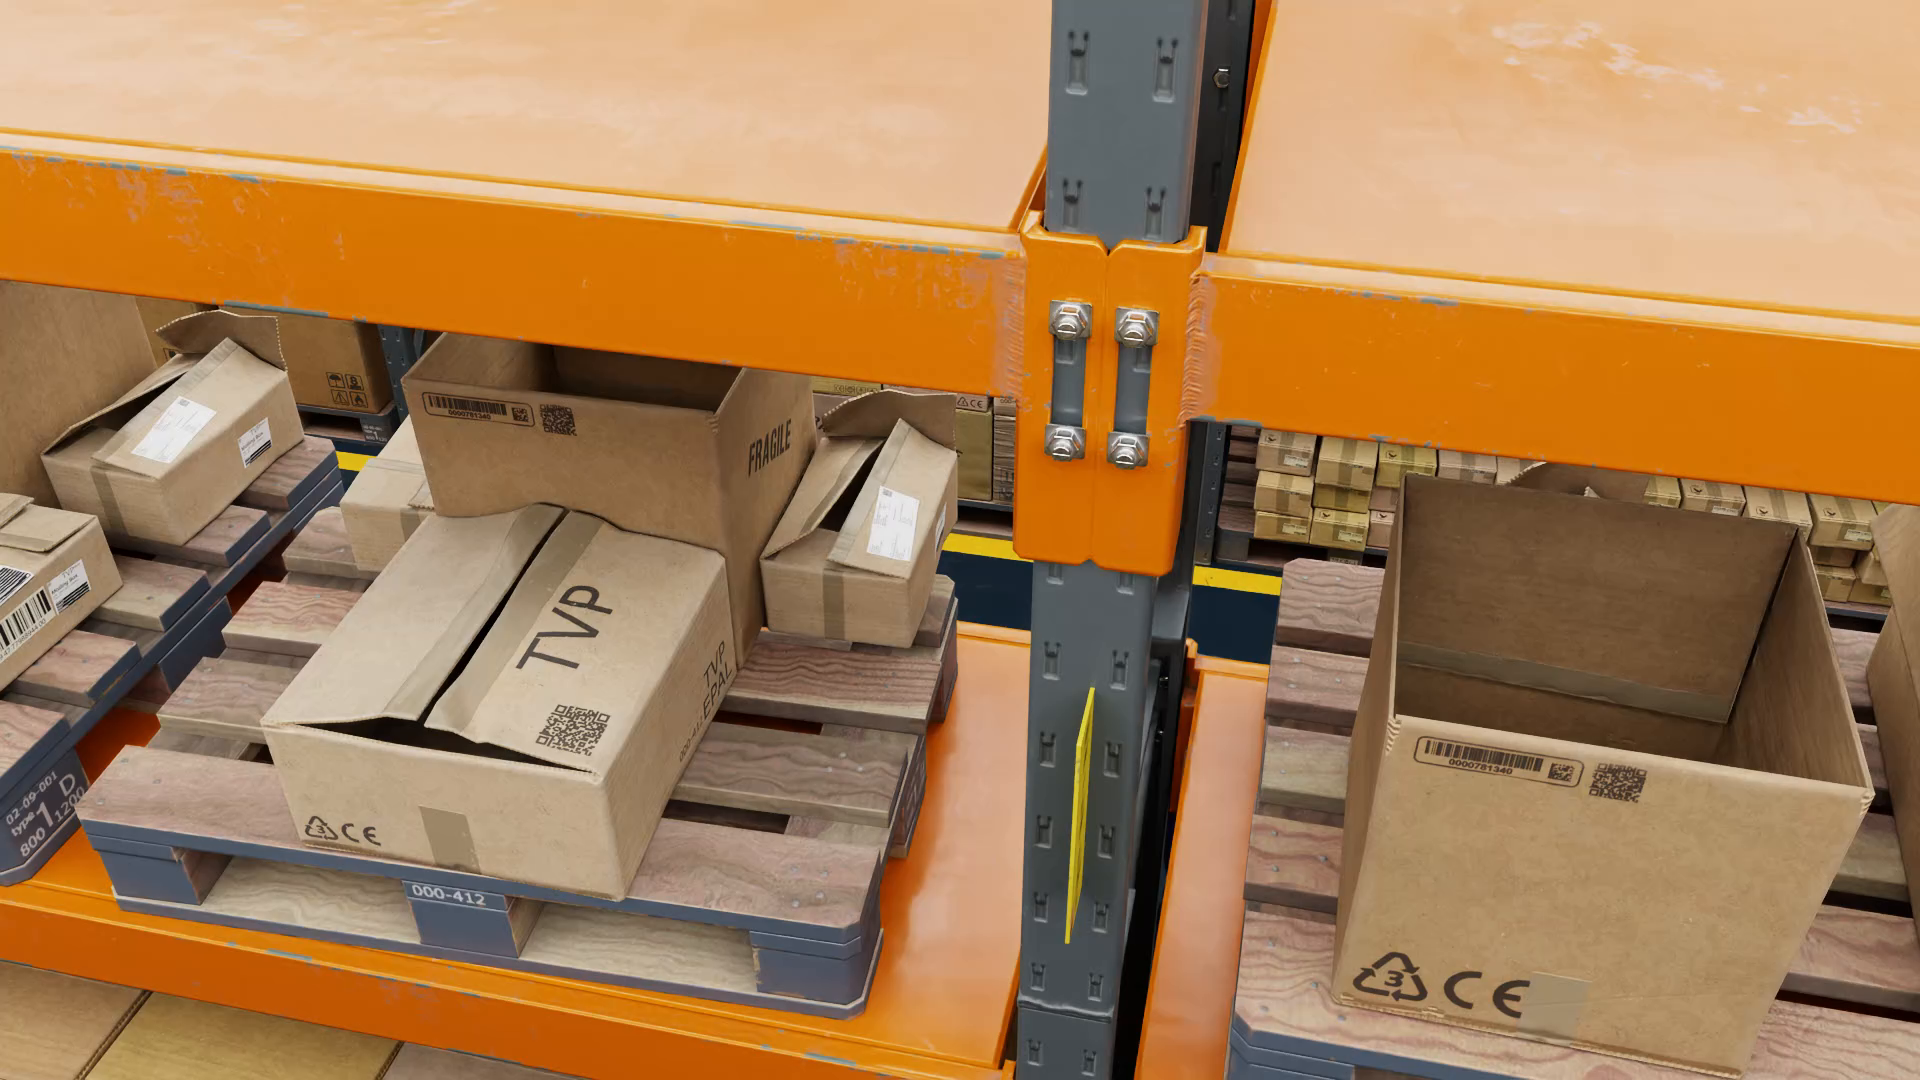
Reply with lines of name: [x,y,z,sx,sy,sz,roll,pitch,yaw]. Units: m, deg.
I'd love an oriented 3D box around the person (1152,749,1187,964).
person: [0.664,0.896,5.626,0.528,1.469,0.572,8,38,10]
